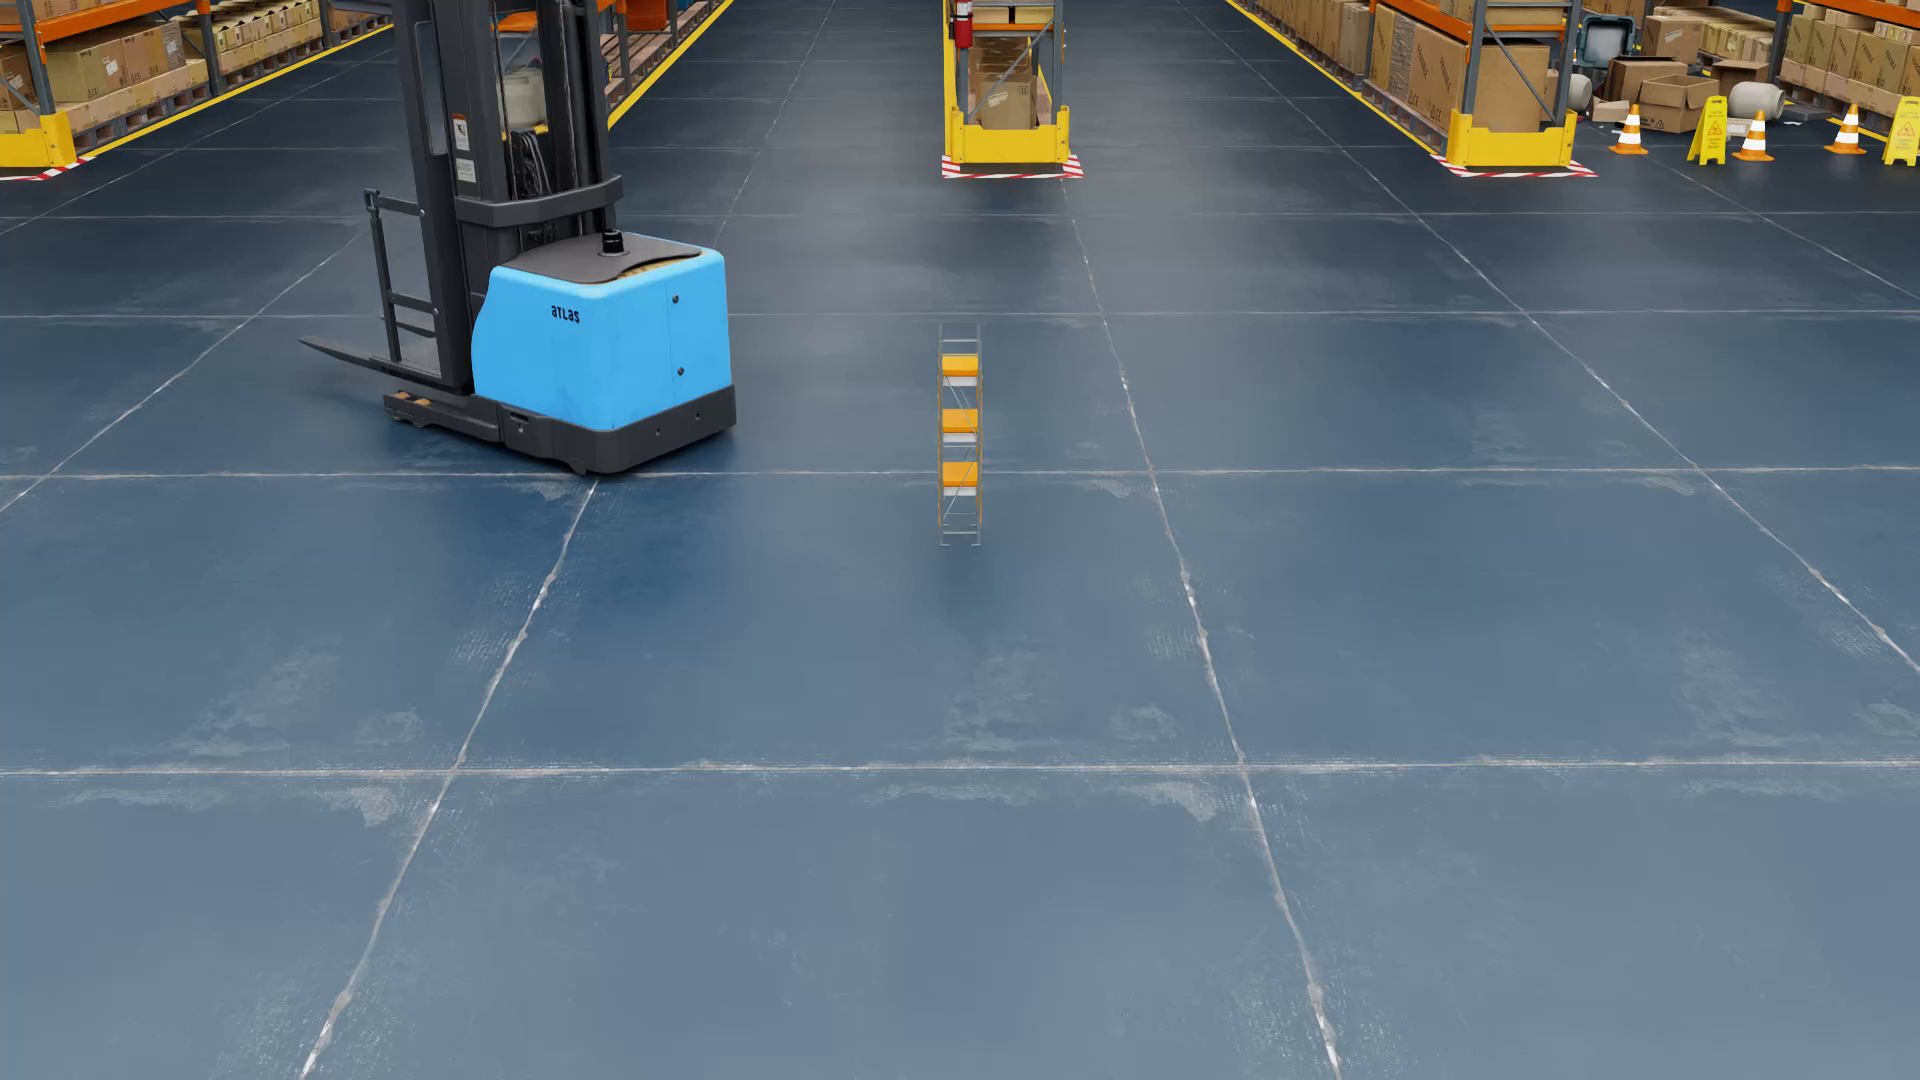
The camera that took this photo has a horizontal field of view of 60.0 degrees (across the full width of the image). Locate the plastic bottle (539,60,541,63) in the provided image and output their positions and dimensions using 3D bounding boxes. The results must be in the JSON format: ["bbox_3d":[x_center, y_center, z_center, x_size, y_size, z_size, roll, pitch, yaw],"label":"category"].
[{"bbox_3d":[-4.907,-5.478,19.493,0.152,0.276,0.135,1,24,1],"label":"plastic bottle"}]

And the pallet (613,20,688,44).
[{"bbox_3d":[-4.597,-7.487,24.548,1.003,0.211,1.213,0,24,-1],"label":"pallet"}]

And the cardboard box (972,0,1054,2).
[{"bbox_3d":[0.515,-5.567,16.436,0.875,0.500,0.500,0,24,-1],"label":"cardboard box"}]

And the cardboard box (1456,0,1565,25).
[{"bbox_3d":[5.404,-5.360,16.280,0.875,0.550,0.550,0,24,-1],"label":"cardboard box"}]

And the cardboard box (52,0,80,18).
[{"bbox_3d":[-9.416,-5.570,16.804,0.700,0.500,0.500,0,24,1],"label":"cardboard box"}]

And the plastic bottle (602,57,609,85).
[{"bbox_3d":[-4.208,-5.514,19.483,0.144,0.351,0.185,-1,24,-2],"label":"plastic bottle"}]

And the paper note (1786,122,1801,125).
[{"bbox_3d":[9.247,-4.633,18.456,0.142,0.019,0.148,-9,26,-19],"label":"paper note"}]

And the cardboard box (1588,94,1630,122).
[{"bbox_3d":[7.271,-4.842,18.633,0.396,0.266,0.258,4,25,9],"label":"cardboard box"}]

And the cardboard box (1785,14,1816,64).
[{"bbox_3d":[10.095,-5.887,19.544,0.500,0.500,0.500,1,24,2],"label":"cardboard box"}]

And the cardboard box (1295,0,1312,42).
[{"bbox_3d":[5.283,-7.351,23.083,1.050,0.750,0.750,-1,24,-1],"label":"cardboard box"}]

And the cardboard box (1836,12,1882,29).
[{"bbox_3d":[10.050,-5.808,18.583,0.380,0.149,0.250,1,24,2],"label":"cardboard box"}]

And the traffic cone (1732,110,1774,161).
[{"bbox_3d":[8.002,-4.074,16.696,0.336,0.463,0.334,0,24,-1],"label":"traffic cone"}]

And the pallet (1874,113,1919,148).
[{"bbox_3d":[10.428,-4.299,17.499,1.003,0.211,1.213,0,24,-1],"label":"pallet"}]

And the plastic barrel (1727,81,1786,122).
[{"bbox_3d":[8.866,-4.874,18.512,0.512,0.421,0.421,19,30,35],"label":"plastic barrel"}]

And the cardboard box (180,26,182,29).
[{"bbox_3d":[-9.747,-6.124,20.296,0.500,0.311,0.500,0,24,-1],"label":"cardboard box"}]

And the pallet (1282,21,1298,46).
[{"bbox_3d":[5.360,-7.487,24.549,1.003,0.211,1.213,0,24,-1],"label":"pallet"}]

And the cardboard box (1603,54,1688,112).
[{"bbox_3d":[7.833,-5.225,19.028,0.797,0.637,0.503,0,24,-1],"label":"cardboard box"}]

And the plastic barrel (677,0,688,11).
[{"bbox_3d":[-4.594,-8.800,26.105,0.600,0.901,0.708,0,24,-1],"label":"plastic barrel"}]

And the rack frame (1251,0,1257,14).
[{"bbox_3d":[5.323,-10.084,26.906,1.000,3.000,0.127,0,24,-1],"label":"rack frame"}]

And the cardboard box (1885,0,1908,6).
[{"bbox_3d":[10.101,-5.769,17.670,0.380,0.149,0.250,-1,24,-1],"label":"cardboard box"}]

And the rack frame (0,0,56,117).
[{"bbox_3d":[-9.413,-5.116,15.921,1.000,3.000,0.127,0,24,-1],"label":"rack frame"}]

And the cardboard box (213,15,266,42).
[{"bbox_3d":[-9.219,-6.549,21.237,0.500,0.311,0.500,-1,24,-2],"label":"cardboard box"}]

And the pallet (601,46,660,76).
[{"bbox_3d":[-4.567,-6.342,22.015,1.003,0.211,1.213,0,24,-1],"label":"pallet"}]

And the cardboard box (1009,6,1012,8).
[{"bbox_3d":[0.708,-5.678,17.469,0.380,0.149,0.250,0,24,-1],"label":"cardboard box"}]

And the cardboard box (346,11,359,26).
[{"bbox_3d":[-9.231,-7.878,24.529,0.500,0.500,0.500,-1,24,-2],"label":"cardboard box"}]

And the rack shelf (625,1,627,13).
[{"bbox_3d":[-4.525,-7.281,21.582,1.077,0.370,4.000,0,24,-1],"label":"rack shelf"}]

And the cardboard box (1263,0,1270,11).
[{"bbox_3d":[5.073,-8.613,26.177,0.500,0.500,0.500,1,24,2],"label":"cardboard box"}]

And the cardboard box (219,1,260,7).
[{"bbox_3d":[-9.774,-7.173,22.616,0.500,0.311,0.500,-1,24,-2],"label":"cardboard box"}]

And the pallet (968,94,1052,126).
[{"bbox_3d":[0.508,-4.756,18.509,1.003,0.211,1.213,0,24,-1],"label":"pallet"}]

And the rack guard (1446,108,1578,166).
[{"bbox_3d":[5.454,-3.991,16.467,1.175,0.500,0.348,0,24,-1],"label":"rack guard"}]

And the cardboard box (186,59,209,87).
[{"bbox_3d":[-9.233,-5.512,19.625,0.500,0.250,0.500,0,24,-1],"label":"cardboard box"}]

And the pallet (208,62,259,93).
[{"bbox_3d":[-9.503,-5.797,20.811,1.003,0.211,1.213,0,24,-1],"label":"pallet"}]

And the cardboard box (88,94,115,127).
[{"bbox_3d":[-9.205,-4.482,17.347,0.500,0.250,0.500,0,24,-1],"label":"cardboard box"}]

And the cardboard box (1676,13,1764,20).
[{"bbox_3d":[10.327,-6.957,22.671,0.950,0.372,0.625,-1,24,-2],"label":"cardboard box"}]

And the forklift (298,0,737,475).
[{"bbox_3d":[-2.775,-2.149,9.445,3.031,2.935,1.130,17,29,32],"label":"forklift"}]

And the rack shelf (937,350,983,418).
[{"bbox_3d":[-0.001,-0.749,7.970,0.215,0.259,0.240,0,24,-1],"label":"rack shelf"}]

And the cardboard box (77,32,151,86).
[{"bbox_3d":[-9.210,-5.236,18.104,0.500,0.500,0.500,0,24,-1],"label":"cardboard box"}]

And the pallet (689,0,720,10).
[{"bbox_3d":[-4.637,-9.113,28.144,1.003,0.211,1.213,0,24,-1],"label":"pallet"}]

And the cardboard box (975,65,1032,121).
[{"bbox_3d":[0.462,-4.715,17.558,0.500,0.500,0.500,6,25,13],"label":"cardboard box"}]

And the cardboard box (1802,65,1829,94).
[{"bbox_3d":[10.112,-5.326,19.213,0.500,0.250,0.500,1,24,2],"label":"cardboard box"}]

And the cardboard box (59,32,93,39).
[{"bbox_3d":[-9.746,-5.234,18.099,0.500,0.500,0.500,0,24,-1],"label":"cardboard box"}]

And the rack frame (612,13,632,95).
[{"bbox_3d":[-4.503,-6.785,19.611,1.000,3.000,0.127,0,24,-1],"label":"rack frame"}]

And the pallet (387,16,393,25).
[{"bbox_3d":[-9.497,-8.455,26.688,1.003,0.211,1.213,0,24,-1],"label":"pallet"}]

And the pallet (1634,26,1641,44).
[{"bbox_3d":[10.382,-7.554,24.697,1.003,0.211,1.213,0,24,-1],"label":"pallet"}]

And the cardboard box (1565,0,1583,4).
[{"bbox_3d":[10.358,-9.116,26.835,0.875,0.875,0.875,0,24,1],"label":"cardboard box"}]

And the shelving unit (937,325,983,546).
[{"bbox_3d":[-0.001,-0.500,8.082,0.215,1.050,0.252,0,24,-1],"label":"shelving unit"}]

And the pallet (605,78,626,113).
[{"bbox_3d":[-4.538,-5.237,19.574,1.003,0.211,1.213,0,24,-1],"label":"pallet"}]

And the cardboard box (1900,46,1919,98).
[{"bbox_3d":[10.133,-4.812,17.168,0.500,0.500,0.500,0,24,0],"label":"cardboard box"}]

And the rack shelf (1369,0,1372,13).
[{"bbox_3d":[5.388,-7.284,21.588,1.077,0.370,4.000,0,24,-1],"label":"rack shelf"}]

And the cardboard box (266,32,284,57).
[{"bbox_3d":[-9.230,-6.503,21.817,0.500,0.250,0.500,0,24,0],"label":"cardboard box"}]
